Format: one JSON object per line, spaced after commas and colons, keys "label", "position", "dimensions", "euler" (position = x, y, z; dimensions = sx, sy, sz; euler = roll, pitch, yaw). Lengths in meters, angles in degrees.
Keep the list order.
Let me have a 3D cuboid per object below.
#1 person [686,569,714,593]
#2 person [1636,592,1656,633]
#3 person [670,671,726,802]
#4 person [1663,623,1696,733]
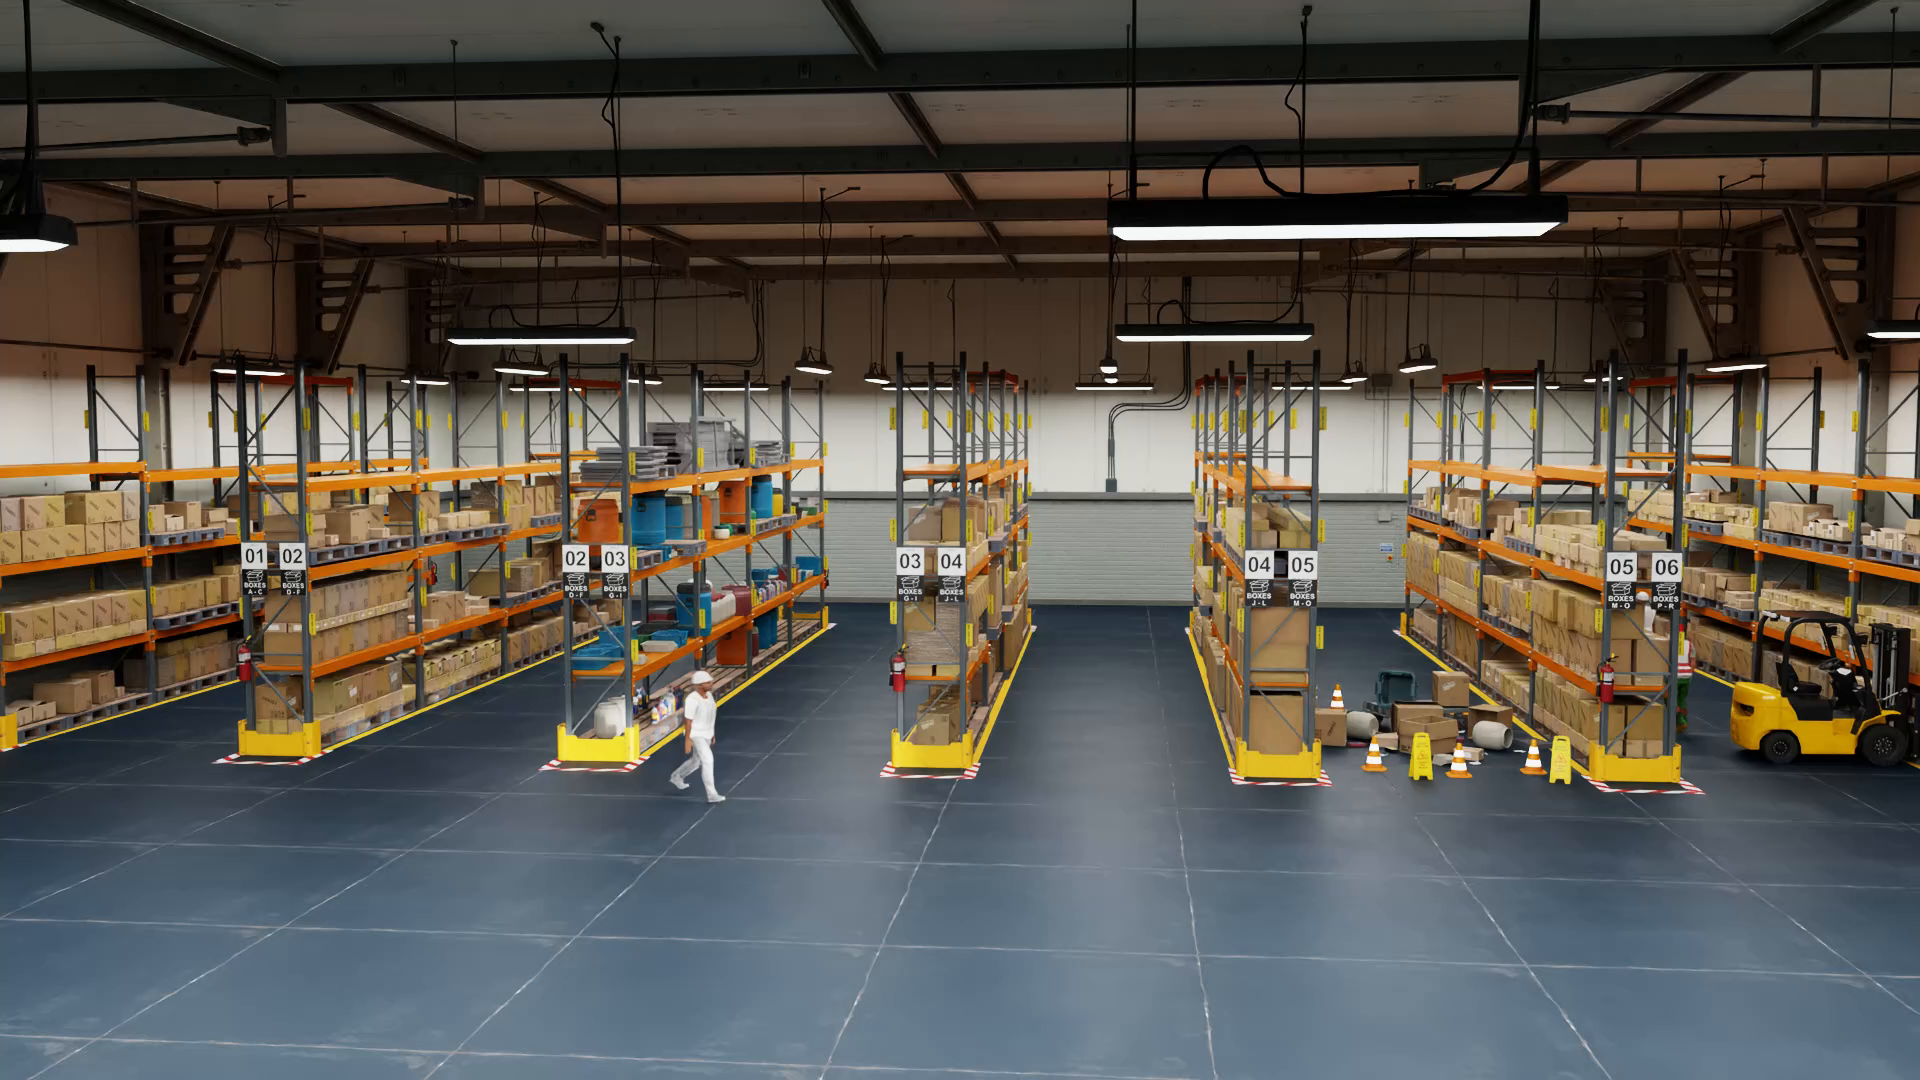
{"label": "person", "position": [-5.969, 1.465, 38.017], "dimensions": [0.653, 1.683, 0.735], "euler": [1, 4, 15]}
{"label": "person", "position": [12.932, 1.873, 31.492], "dimensions": [0.609, 1.785, 0.463], "euler": [-2, 4, -25]}
{"label": "person", "position": [-3.475, 2.581, 22.049], "dimensions": [1.081, 1.719, 0.579], "euler": [2, 5, 30]}
{"label": "person", "position": [11.616, 2.227, 26.815], "dimensions": [0.635, 1.763, 0.660], "euler": [-1, 4, -18]}
